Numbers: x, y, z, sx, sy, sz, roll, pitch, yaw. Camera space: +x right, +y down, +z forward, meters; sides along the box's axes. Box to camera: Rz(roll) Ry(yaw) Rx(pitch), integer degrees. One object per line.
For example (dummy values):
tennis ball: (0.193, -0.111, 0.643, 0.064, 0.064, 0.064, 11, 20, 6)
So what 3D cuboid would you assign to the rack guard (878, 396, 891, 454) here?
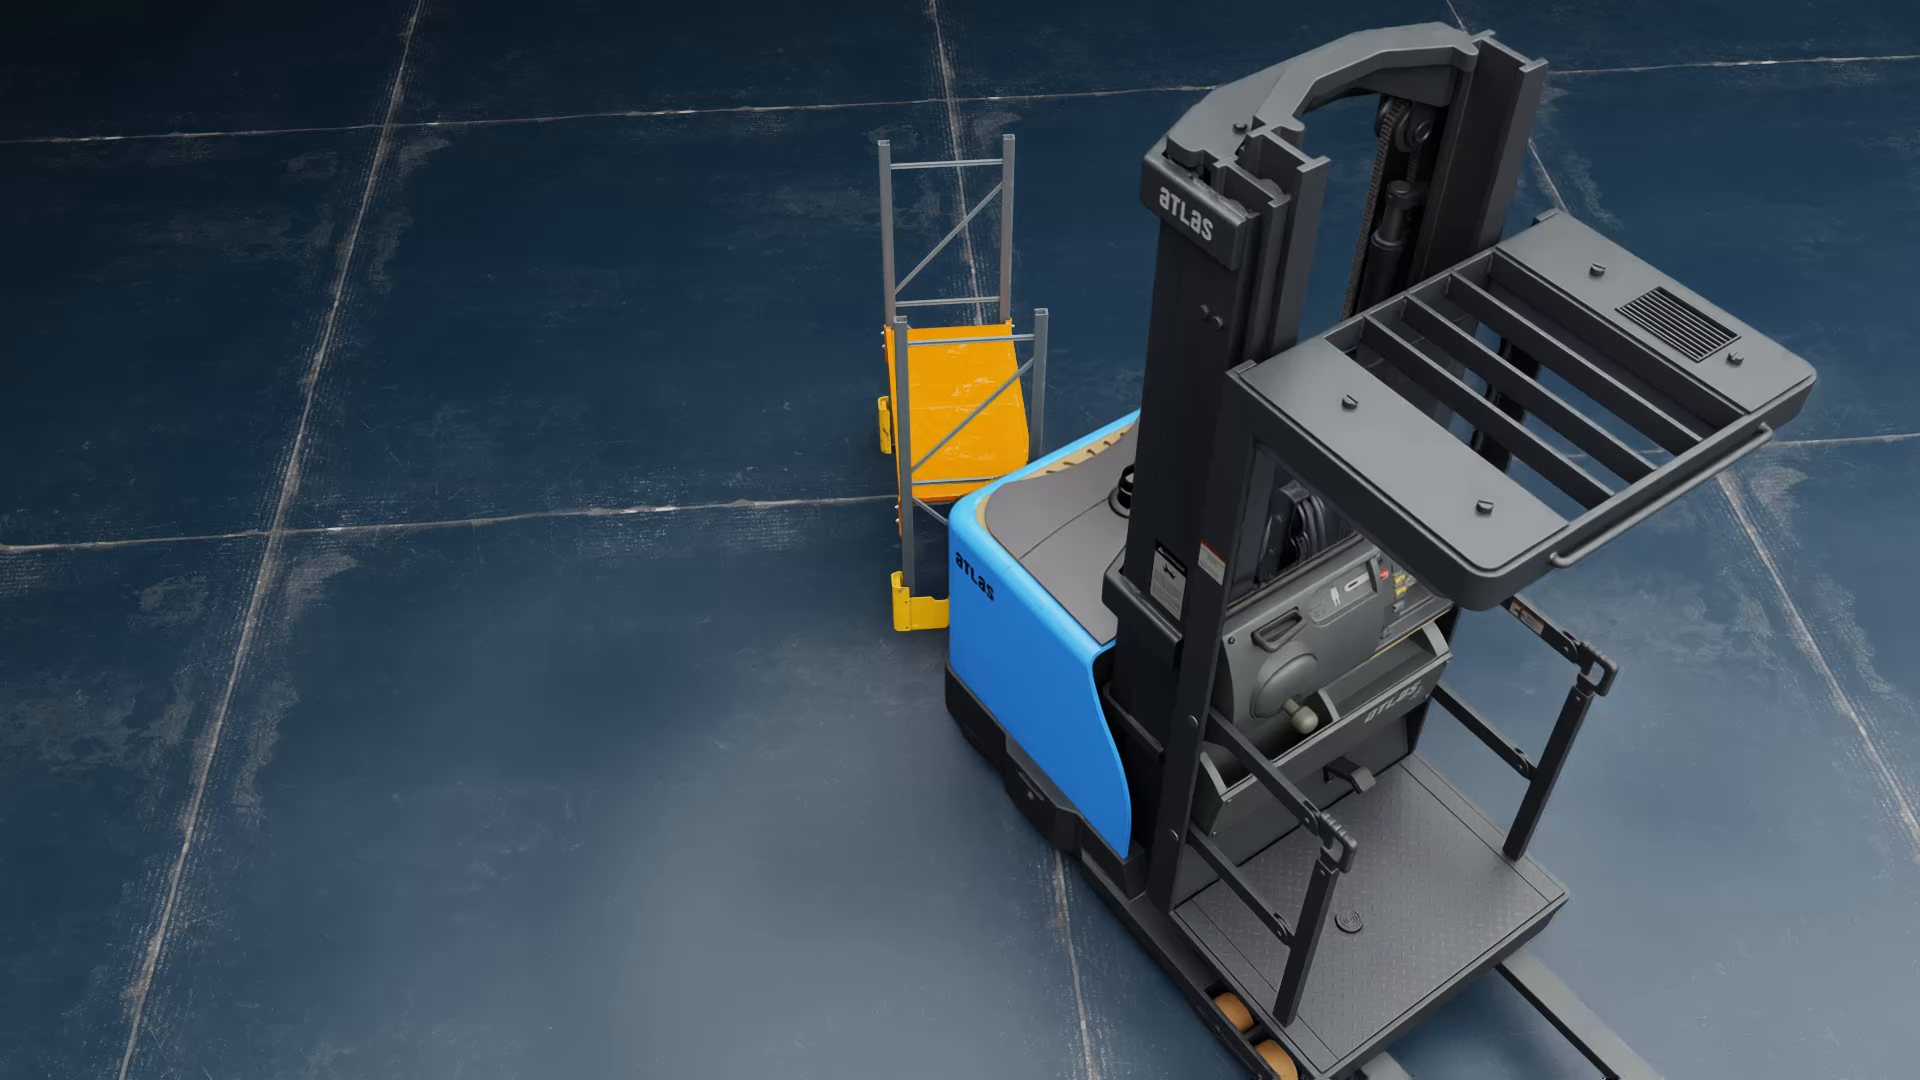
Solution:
rack guard: (-0.048, -0.501, 7.053, 0.587, 0.250, 0.087, -3, 47, -3)

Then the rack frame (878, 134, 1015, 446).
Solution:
rack frame: (-0.050, -0.945, 6.612, 0.500, 1.500, 0.032, -3, 47, -3)

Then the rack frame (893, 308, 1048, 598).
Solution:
rack frame: (0.035, -0.210, 5.916, 0.500, 1.500, 0.032, -3, 47, -3)

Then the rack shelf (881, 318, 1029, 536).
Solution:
rack shelf: (-0.007, -0.454, 6.395, 0.538, 0.185, 1.000, -3, 47, -3)

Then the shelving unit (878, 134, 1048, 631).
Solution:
shelving unit: (-0.006, -0.571, 6.258, 0.587, 1.500, 1.083, -3, 47, -3)

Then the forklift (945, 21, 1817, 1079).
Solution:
forklift: (1.205, 0.290, 4.457, 1.130, 2.935, 3.031, -27, 52, -23)

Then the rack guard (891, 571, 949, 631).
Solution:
rack guard: (0.035, 0.219, 6.370, 0.587, 0.250, 0.087, -3, 47, -3)
